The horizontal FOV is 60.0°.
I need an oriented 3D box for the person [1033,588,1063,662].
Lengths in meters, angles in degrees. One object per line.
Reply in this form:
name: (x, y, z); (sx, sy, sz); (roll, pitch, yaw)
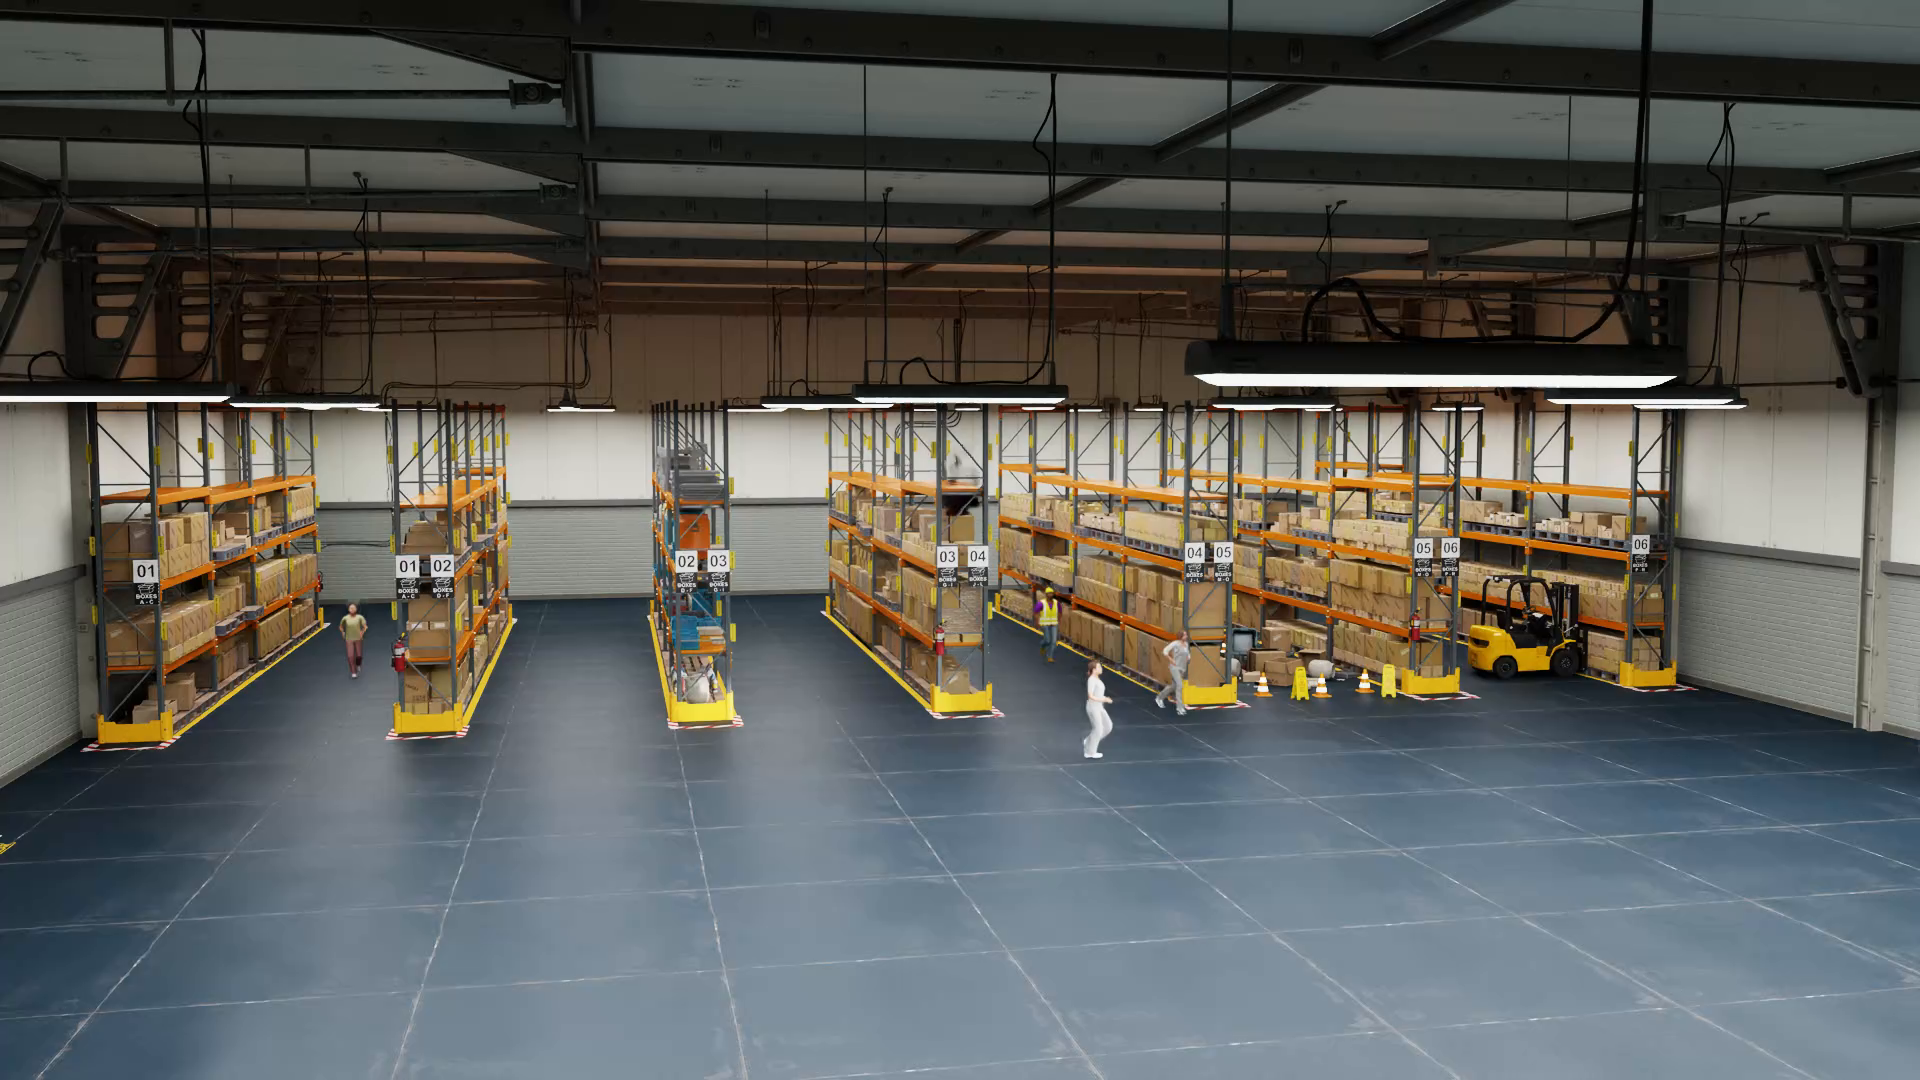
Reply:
person: (2.064, 1.961, 38.595); (0.707, 1.720, 0.587); (-1, 4, -14)

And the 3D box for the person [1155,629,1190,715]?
person: (4.187, 2.523, 32.106); (0.796, 1.613, 0.544); (4, 6, 44)

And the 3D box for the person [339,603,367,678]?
person: (-13.242, 2.178, 36.260); (0.567, 1.619, 0.609); (-2, 5, -19)

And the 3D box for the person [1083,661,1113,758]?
person: (2.309, 2.818, 27.714); (0.540, 1.628, 0.574); (1, 4, 16)
